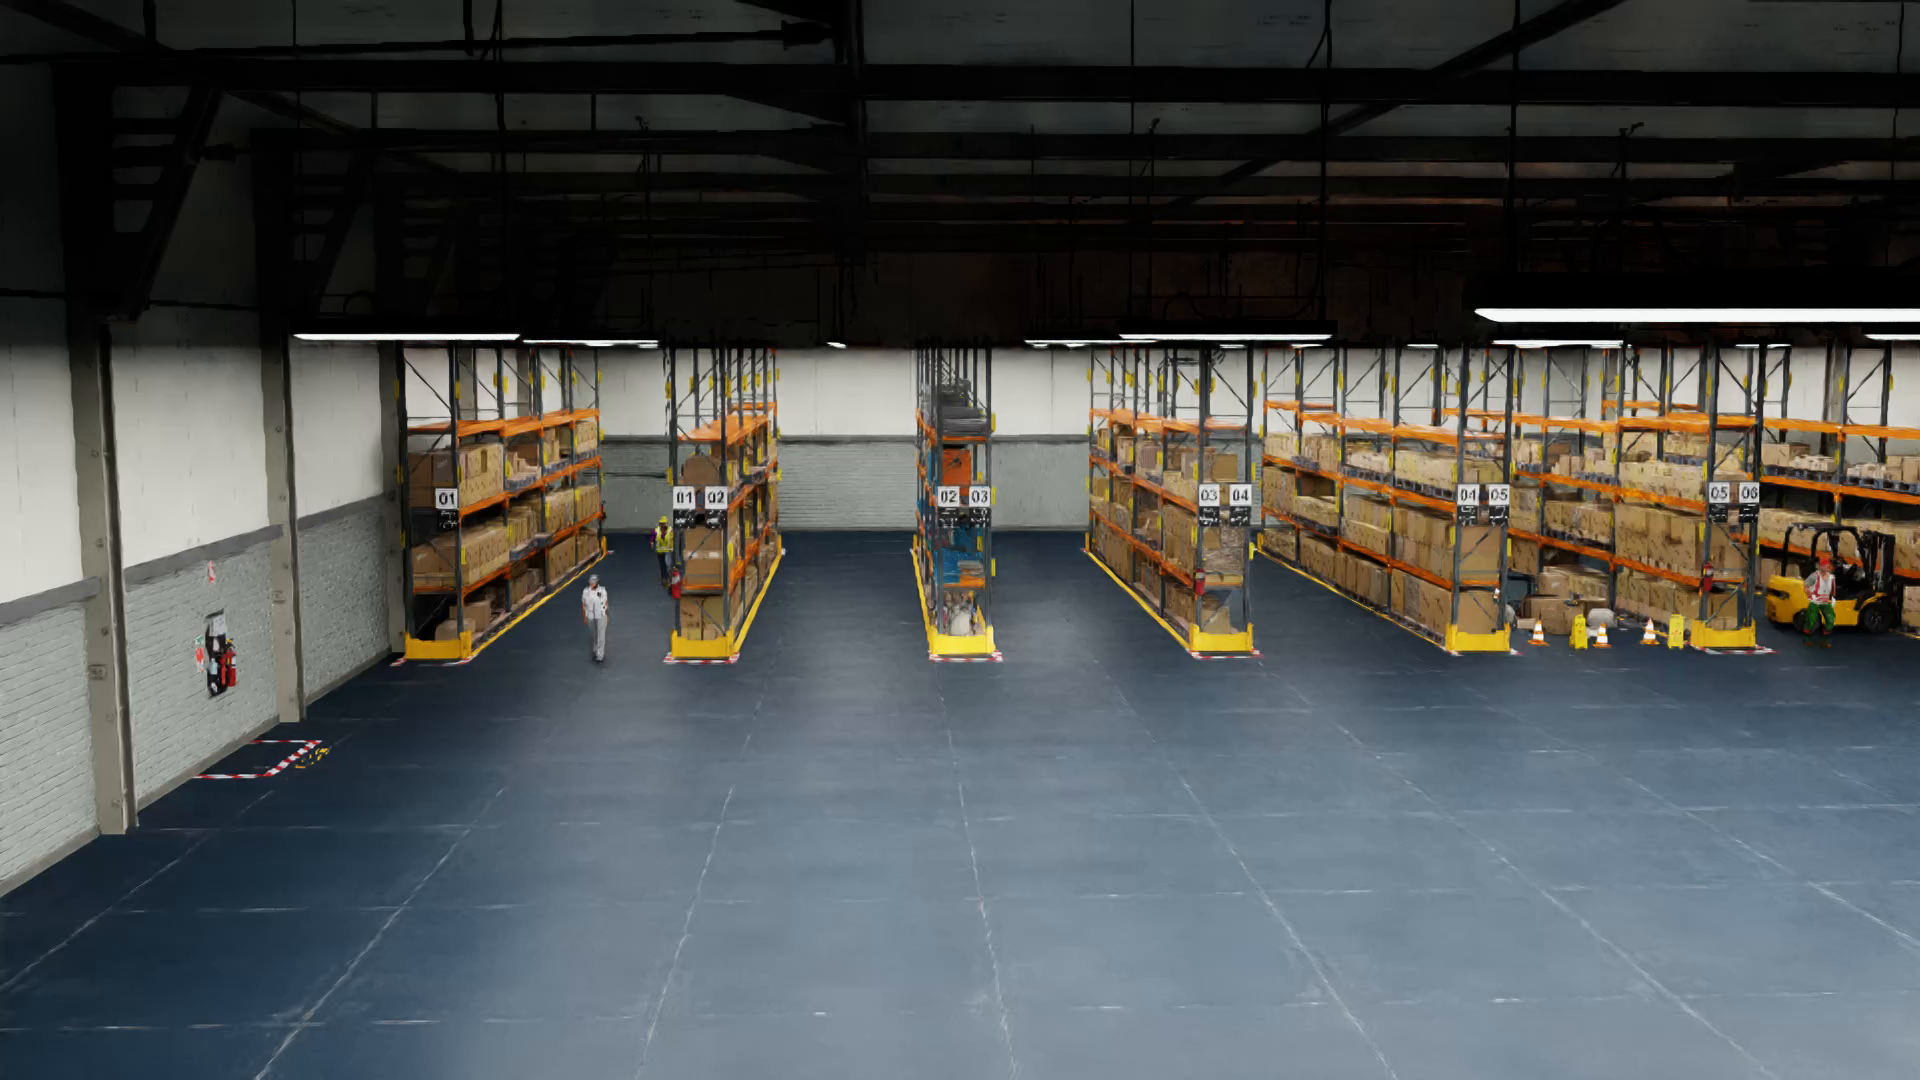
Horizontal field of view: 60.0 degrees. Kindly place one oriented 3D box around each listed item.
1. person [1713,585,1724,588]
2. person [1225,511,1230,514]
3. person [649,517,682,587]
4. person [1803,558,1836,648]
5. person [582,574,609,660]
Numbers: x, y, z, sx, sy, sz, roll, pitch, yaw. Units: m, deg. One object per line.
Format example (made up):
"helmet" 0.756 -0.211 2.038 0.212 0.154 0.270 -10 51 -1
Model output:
"person" 16.287 0.818 35.809 0.456 1.677 0.525 3 7 28
"person" 7.560 -0.543 47.734 0.682 1.715 0.542 -1 7 -5
"person" -7.210 0.265 40.629 0.734 1.697 0.856 0 6 2
"person" 16.672 1.209 32.181 0.711 1.751 0.680 0 6 1
"person" -6.802 1.407 31.010 0.497 1.583 1.090 0 6 0
